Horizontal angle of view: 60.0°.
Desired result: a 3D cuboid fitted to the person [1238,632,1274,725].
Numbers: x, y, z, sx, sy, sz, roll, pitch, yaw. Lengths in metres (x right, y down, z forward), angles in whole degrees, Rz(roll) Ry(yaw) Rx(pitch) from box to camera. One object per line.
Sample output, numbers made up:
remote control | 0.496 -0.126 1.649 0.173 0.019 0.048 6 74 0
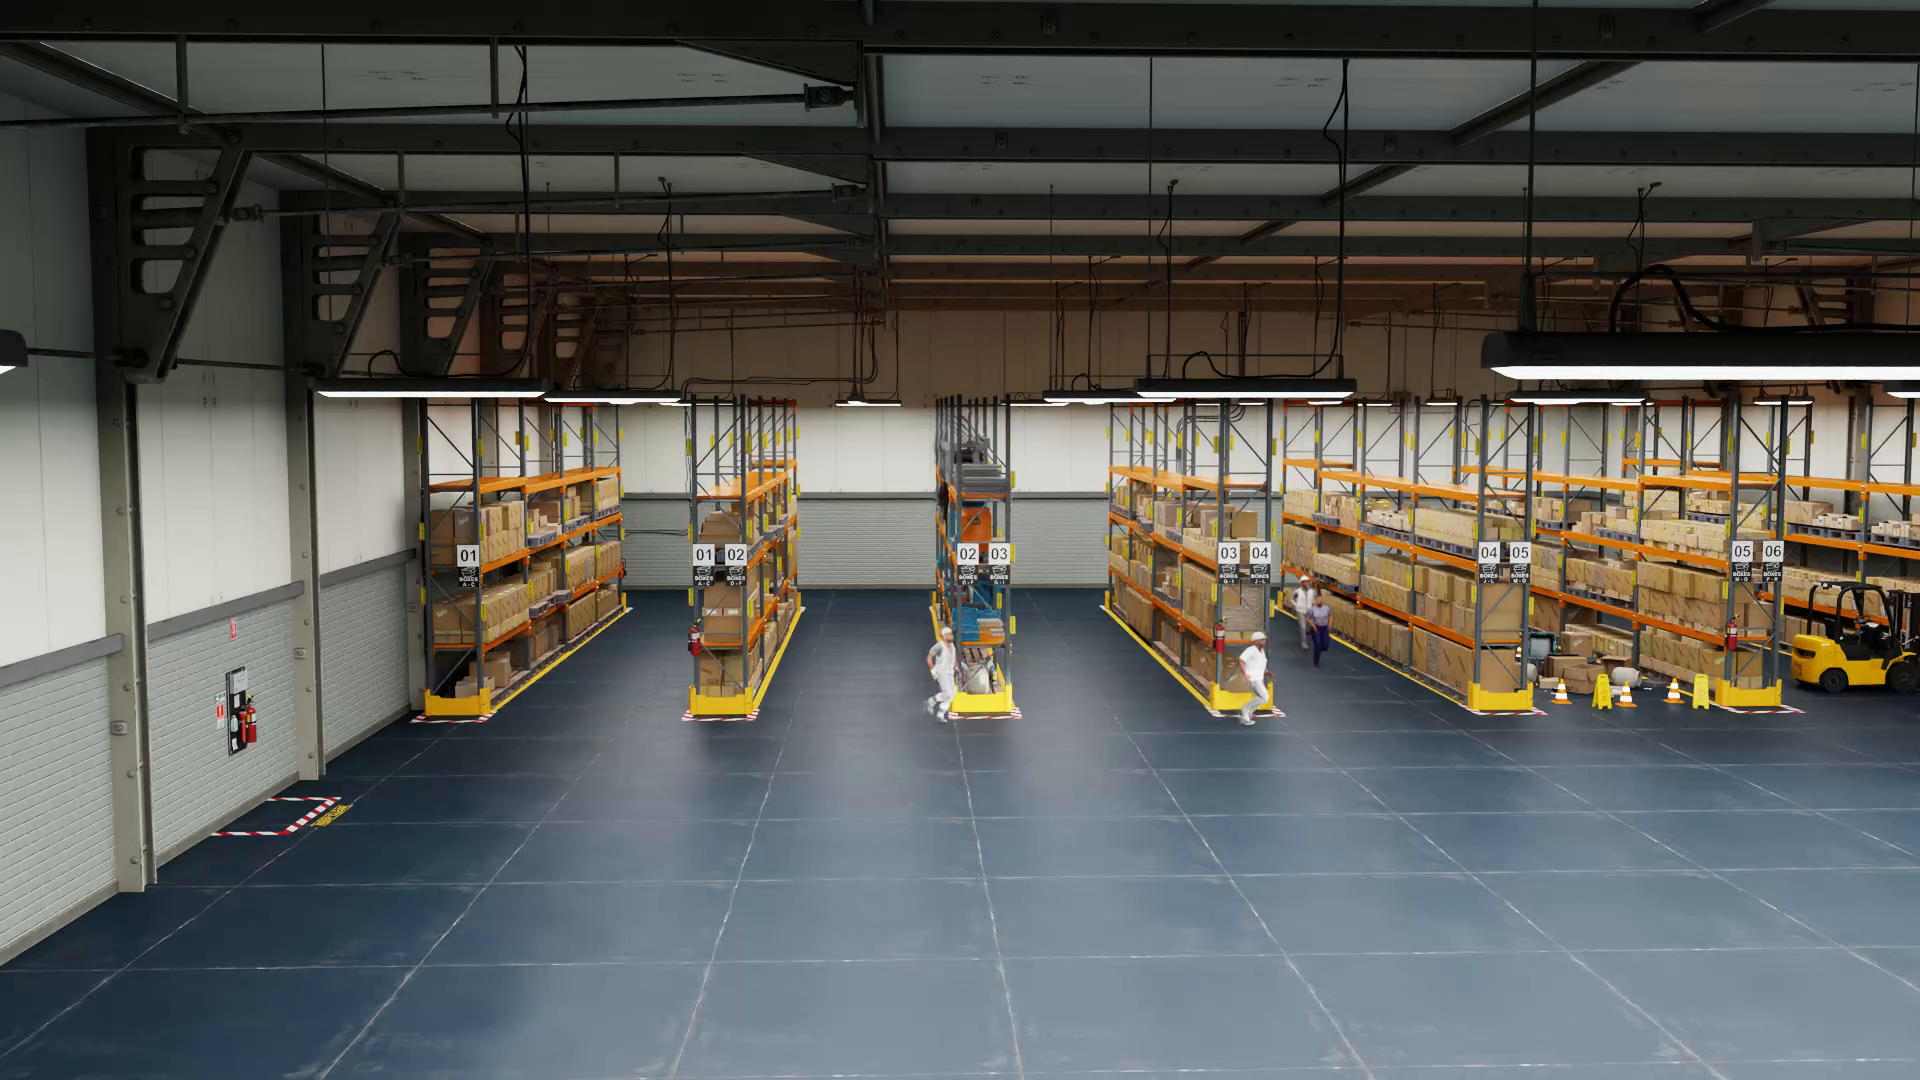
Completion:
person | 5.351 2.502 30.094 0.627 1.690 0.645 2 5 28

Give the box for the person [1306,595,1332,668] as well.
person | 7.997 2.023 36.983 0.615 1.617 0.583 0 5 -3

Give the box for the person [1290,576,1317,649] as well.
person | 8.246 1.724 39.842 0.666 1.732 0.754 0 4 -2

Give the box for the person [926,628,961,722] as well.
person | -0.258 2.467 30.527 0.463 1.708 0.711 4 6 41
